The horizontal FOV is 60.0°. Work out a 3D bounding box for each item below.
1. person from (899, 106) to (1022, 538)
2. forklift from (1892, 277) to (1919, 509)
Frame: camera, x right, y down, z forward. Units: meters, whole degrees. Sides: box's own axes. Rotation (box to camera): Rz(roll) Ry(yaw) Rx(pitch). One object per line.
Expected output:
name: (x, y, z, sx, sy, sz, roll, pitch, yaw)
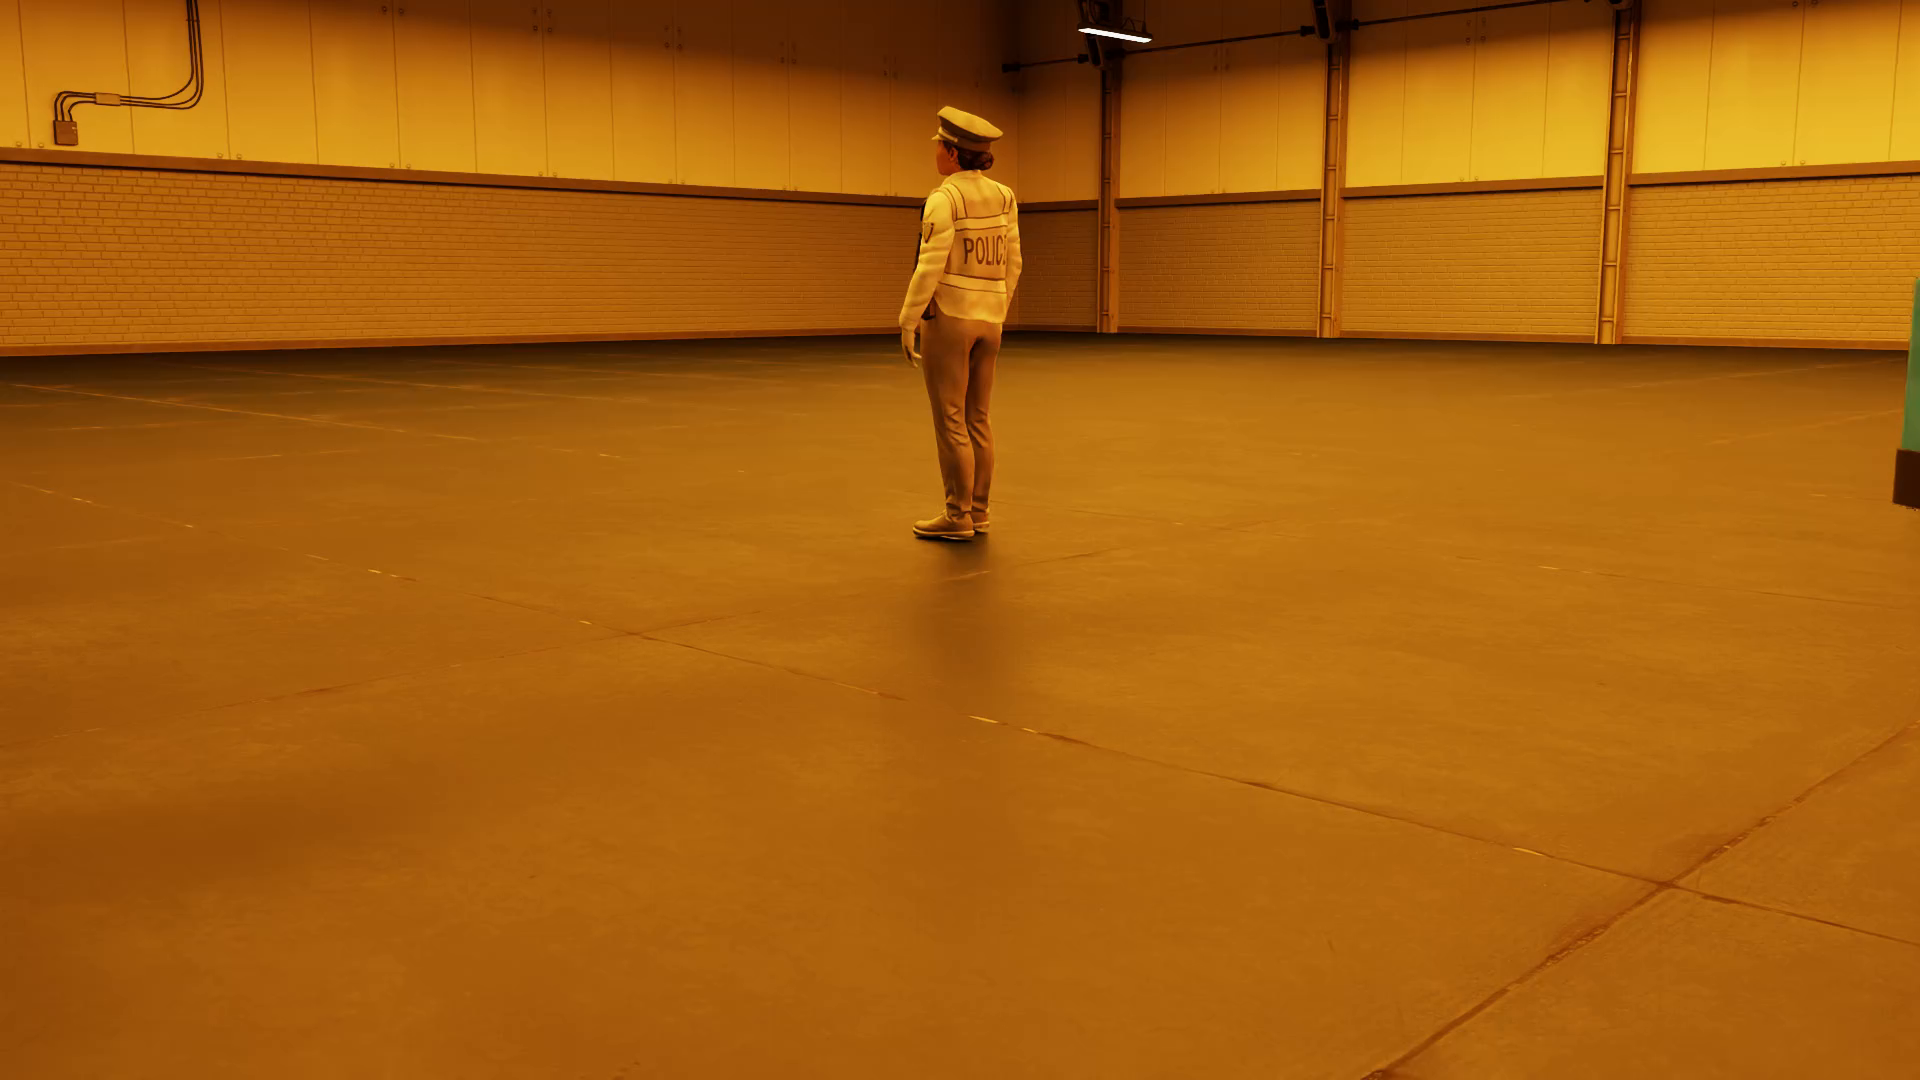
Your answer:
person: (-0.045, -0.853, 6.642, 0.531, 1.695, 0.588, 8, 12, 43)
forklift: (5.628, -1.481, 6.707, 3.031, 2.935, 1.130, 0, 9, -2)
